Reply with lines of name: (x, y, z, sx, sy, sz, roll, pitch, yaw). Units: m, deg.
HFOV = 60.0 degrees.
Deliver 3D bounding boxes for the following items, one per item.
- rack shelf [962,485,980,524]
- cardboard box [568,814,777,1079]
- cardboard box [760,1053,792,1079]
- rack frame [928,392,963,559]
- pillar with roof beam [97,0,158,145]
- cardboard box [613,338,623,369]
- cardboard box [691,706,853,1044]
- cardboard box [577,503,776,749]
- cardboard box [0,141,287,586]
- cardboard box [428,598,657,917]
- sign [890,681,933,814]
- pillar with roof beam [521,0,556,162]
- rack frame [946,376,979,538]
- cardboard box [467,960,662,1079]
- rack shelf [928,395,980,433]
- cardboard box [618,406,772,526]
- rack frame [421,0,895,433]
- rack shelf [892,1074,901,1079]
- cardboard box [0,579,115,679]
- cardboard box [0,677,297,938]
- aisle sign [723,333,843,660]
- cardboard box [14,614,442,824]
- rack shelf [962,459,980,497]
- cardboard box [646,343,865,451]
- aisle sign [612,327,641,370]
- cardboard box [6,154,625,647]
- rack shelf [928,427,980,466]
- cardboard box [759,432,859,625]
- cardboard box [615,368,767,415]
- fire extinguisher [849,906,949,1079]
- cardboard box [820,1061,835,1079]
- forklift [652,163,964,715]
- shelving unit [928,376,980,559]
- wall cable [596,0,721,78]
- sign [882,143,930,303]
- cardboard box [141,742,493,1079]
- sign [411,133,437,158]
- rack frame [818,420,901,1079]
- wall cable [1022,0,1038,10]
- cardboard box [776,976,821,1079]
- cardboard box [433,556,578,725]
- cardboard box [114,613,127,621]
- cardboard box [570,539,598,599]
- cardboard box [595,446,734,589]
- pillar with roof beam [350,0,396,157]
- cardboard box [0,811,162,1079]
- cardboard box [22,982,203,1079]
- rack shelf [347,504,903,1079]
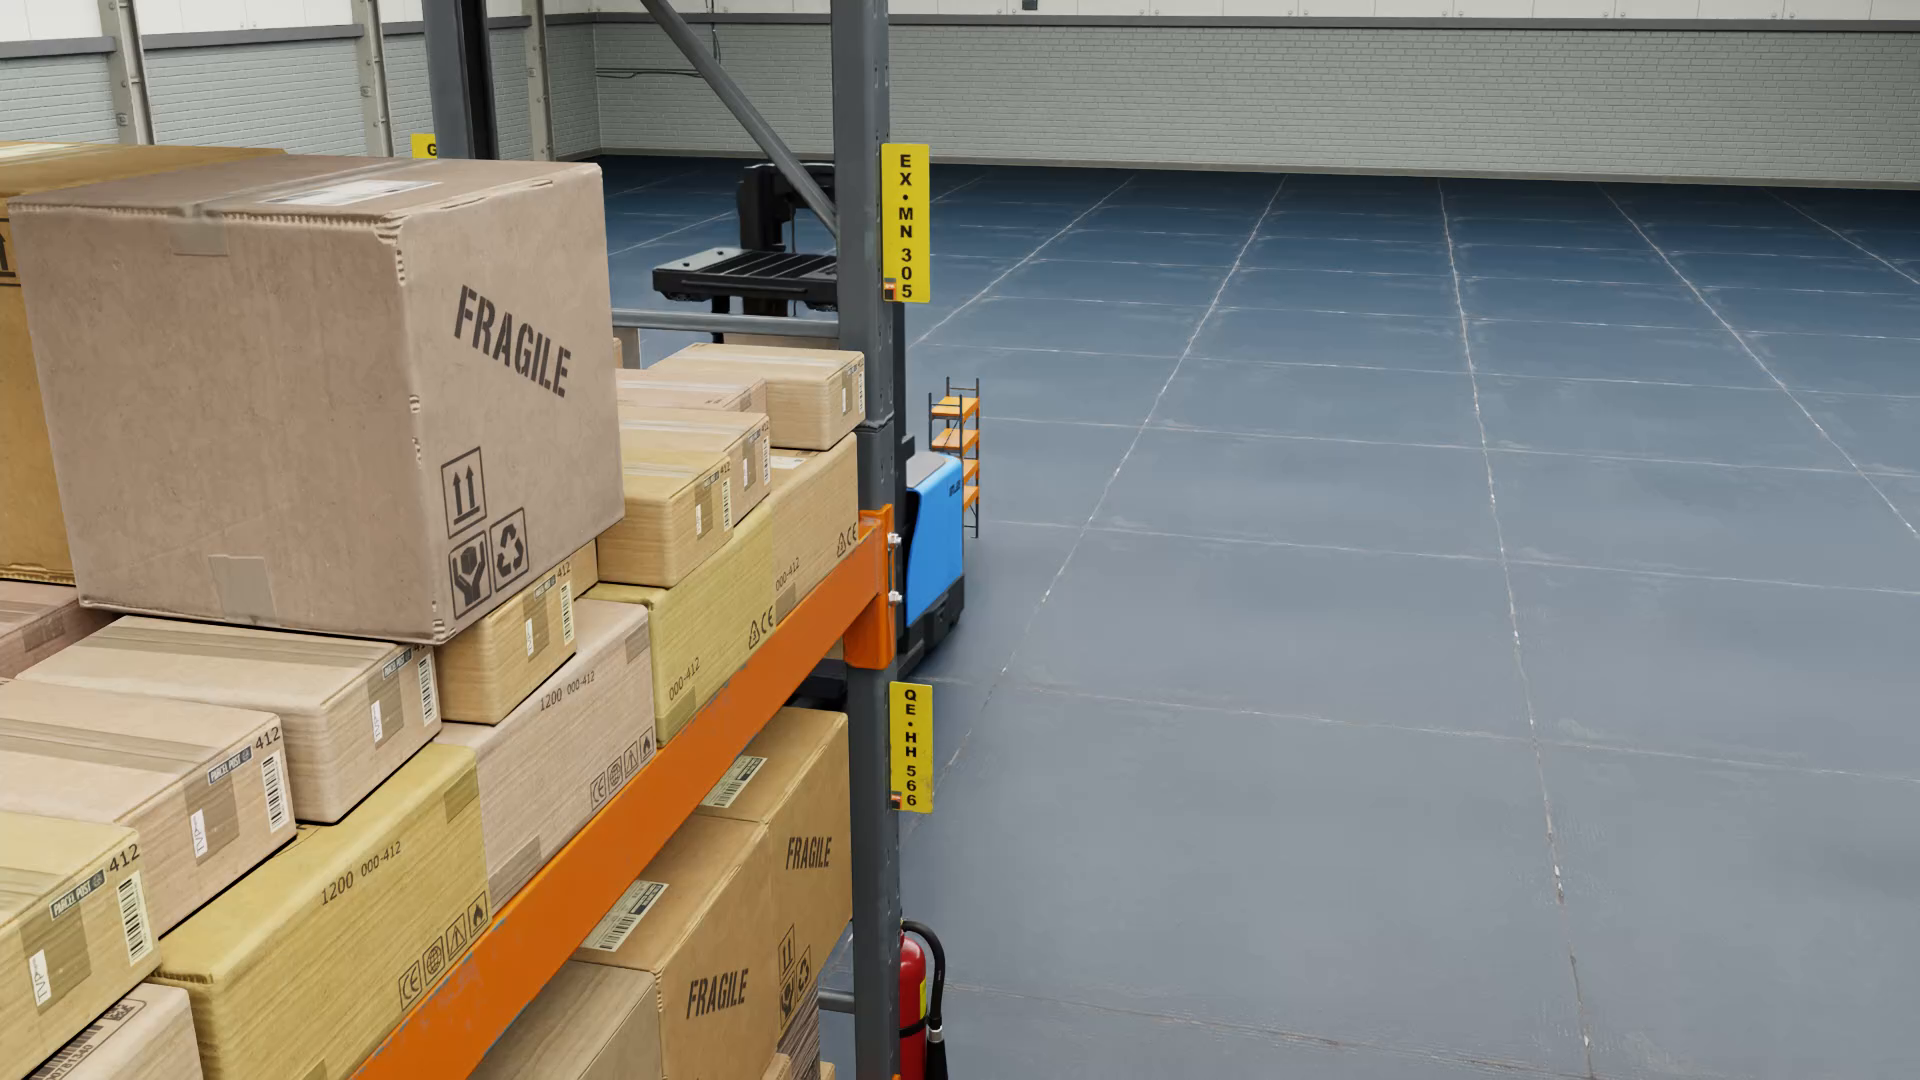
rack shelf: (-0.040, -0.264, 11.928, 0.258, 0.148, 0.480, 5, 19, 13)
cardboard box: (-0.657, 0.818, 2.990, 0.500, 0.500, 0.500, 5, 19, 13)
cardboard box: (-0.812, 1.278, 3.189, 0.875, 0.500, 0.500, 5, 19, 13)
rack frame: (-0.100, -0.439, 11.618, 0.240, 1.200, 0.015, 5, 19, 13)
pillar with roof beam: (-7.541, -8.037, 21.796, 9.100, 9.000, 0.400, 5, 19, 13)
cardboard box: (-0.937, -0.339, 3.514, 0.380, 0.149, 0.250, 5, 19, 13)
cardboard box: (-0.540, 0.661, 3.451, 0.500, 0.500, 0.500, 5, 19, 13)
cardboard box: (-0.636, 0.110, 2.818, 0.500, 0.250, 0.500, 5, 19, 14)
cardboard box: (-1.270, -0.270, 2.308, 0.500, 0.500, 0.500, 5, 19, 13)
cardboard box: (-0.770, 0.269, 2.349, 0.500, 0.250, 0.500, 5, 20, 15)
sign: (-0.112, 0.483, 3.853, 0.100, 0.325, 0.005, 5, 19, 13)
pillar with roof beam: (-4.609, -11.798, 32.807, 9.100, 9.000, 0.400, 5, 19, 13)
rack frame: (0.019, -0.592, 12.066, 0.240, 1.200, 0.015, 5, 19, 13)
cardboard box: (-0.782, 0.974, 2.532, 0.500, 0.500, 0.500, 5, 19, 13)
rack shelf: (-0.040, -0.888, 11.715, 0.258, 0.148, 0.480, 5, 19, 13)
cardboard box: (-0.549, -0.129, 2.898, 0.380, 0.149, 0.250, 4, 19, 11)
rack frame: (-0.646, -1.709, 3.269, 1.000, 3.000, 0.127, 5, 19, 13)
rack shelf: (-1.134, 2.097, 2.519, 1.077, 0.370, 4.000, 5, 19, 13)
cardboard box: (-1.304, 0.148, 2.089, 0.380, 0.149, 0.250, 4, 19, 13)
cardboard box: (-0.933, 0.274, 1.719, 0.380, 0.149, 0.250, 5, 20, 15)
aisle sign: (-0.340, -0.096, 3.806, 0.394, 0.787, 0.004, 5, 19, 13)
cardboard box: (-0.848, 0.194, 1.953, 0.380, 0.149, 0.250, 4, 19, 11)
rack shelf: (-0.040, -0.452, 11.863, 0.258, 0.148, 0.480, 5, 19, 13)
cardboard box: (-0.411, -0.295, 3.386, 0.380, 0.149, 0.250, 5, 19, 13)
aisle sign: (-0.921, -0.143, 3.944, 0.394, 0.787, 0.004, 5, 19, 13)
cardboard box: (-0.779, -0.208, 2.127, 0.500, 0.500, 0.500, 5, 19, 13)
rack shelf: (-0.040, -0.664, 11.791, 0.258, 0.148, 0.480, 5, 19, 13)
cardboard box: (-0.517, -0.047, 3.276, 0.500, 0.250, 0.500, 5, 20, 15)
cardboard box: (-0.588, -0.223, 3.174, 0.380, 0.149, 0.250, 4, 19, 12)
fire extinguisher: (-0.171, 1.167, 4.249, 0.296, 0.674, 0.183, 5, 19, 13)
cardboard box: (-0.515, 1.355, 3.970, 0.380, 0.149, 0.250, 5, 19, 13)
forklift: (-0.937, -0.501, 9.119, 1.130, 2.935, 3.031, 6, 20, 18)
shelving unit: (-0.040, -0.516, 11.842, 0.258, 1.200, 0.503, 5, 19, 13)
wall cable: (-6.782, -11.488, 36.702, 3.097, 2.526, 0.112, 5, 19, 13)
sign: (-0.112, -0.658, 3.464, 0.100, 0.325, 0.005, 5, 19, 13)
cardboard box: (-0.888, 0.428, 1.887, 0.500, 0.250, 0.500, 4, 19, 12)
sign: (-1.172, -0.746, 3.737, 0.100, 0.325, 0.005, 5, 19, 13)
rack frame: (-0.646, 1.130, 4.238, 1.000, 3.000, 0.127, 5, 19, 13)
wall cable: (2.420, -13.812, 33.441, 2.305, 6.003, 0.169, 5, 19, 13)
cardboard box: (-0.807, 1.112, 3.676, 0.875, 0.500, 0.500, 5, 19, 13)
cardboard box: (-0.736, 0.112, 2.194, 0.380, 0.149, 0.250, 4, 19, 11)
cardboard box: (-1.288, 0.066, 2.328, 0.380, 0.149, 0.250, 4, 19, 11)
cardboard box: (-0.768, 0.020, 2.464, 0.380, 0.149, 0.250, 5, 19, 14)
cardboard box: (-0.587, -0.048, 2.662, 0.380, 0.149, 0.250, 5, 19, 14)
pillar with roof beam: (-6.075, -9.918, 27.302, 9.100, 9.000, 0.400, 5, 19, 13)
cardboard box: (-0.963, 0.357, 1.475, 0.380, 0.149, 0.250, 4, 19, 12)
cardboard box: (-1.009, 0.593, 1.401, 0.500, 0.250, 0.500, 4, 19, 11)
rack shelf: (-1.134, 0.678, 2.034, 1.077, 0.370, 4.000, 5, 19, 13)
